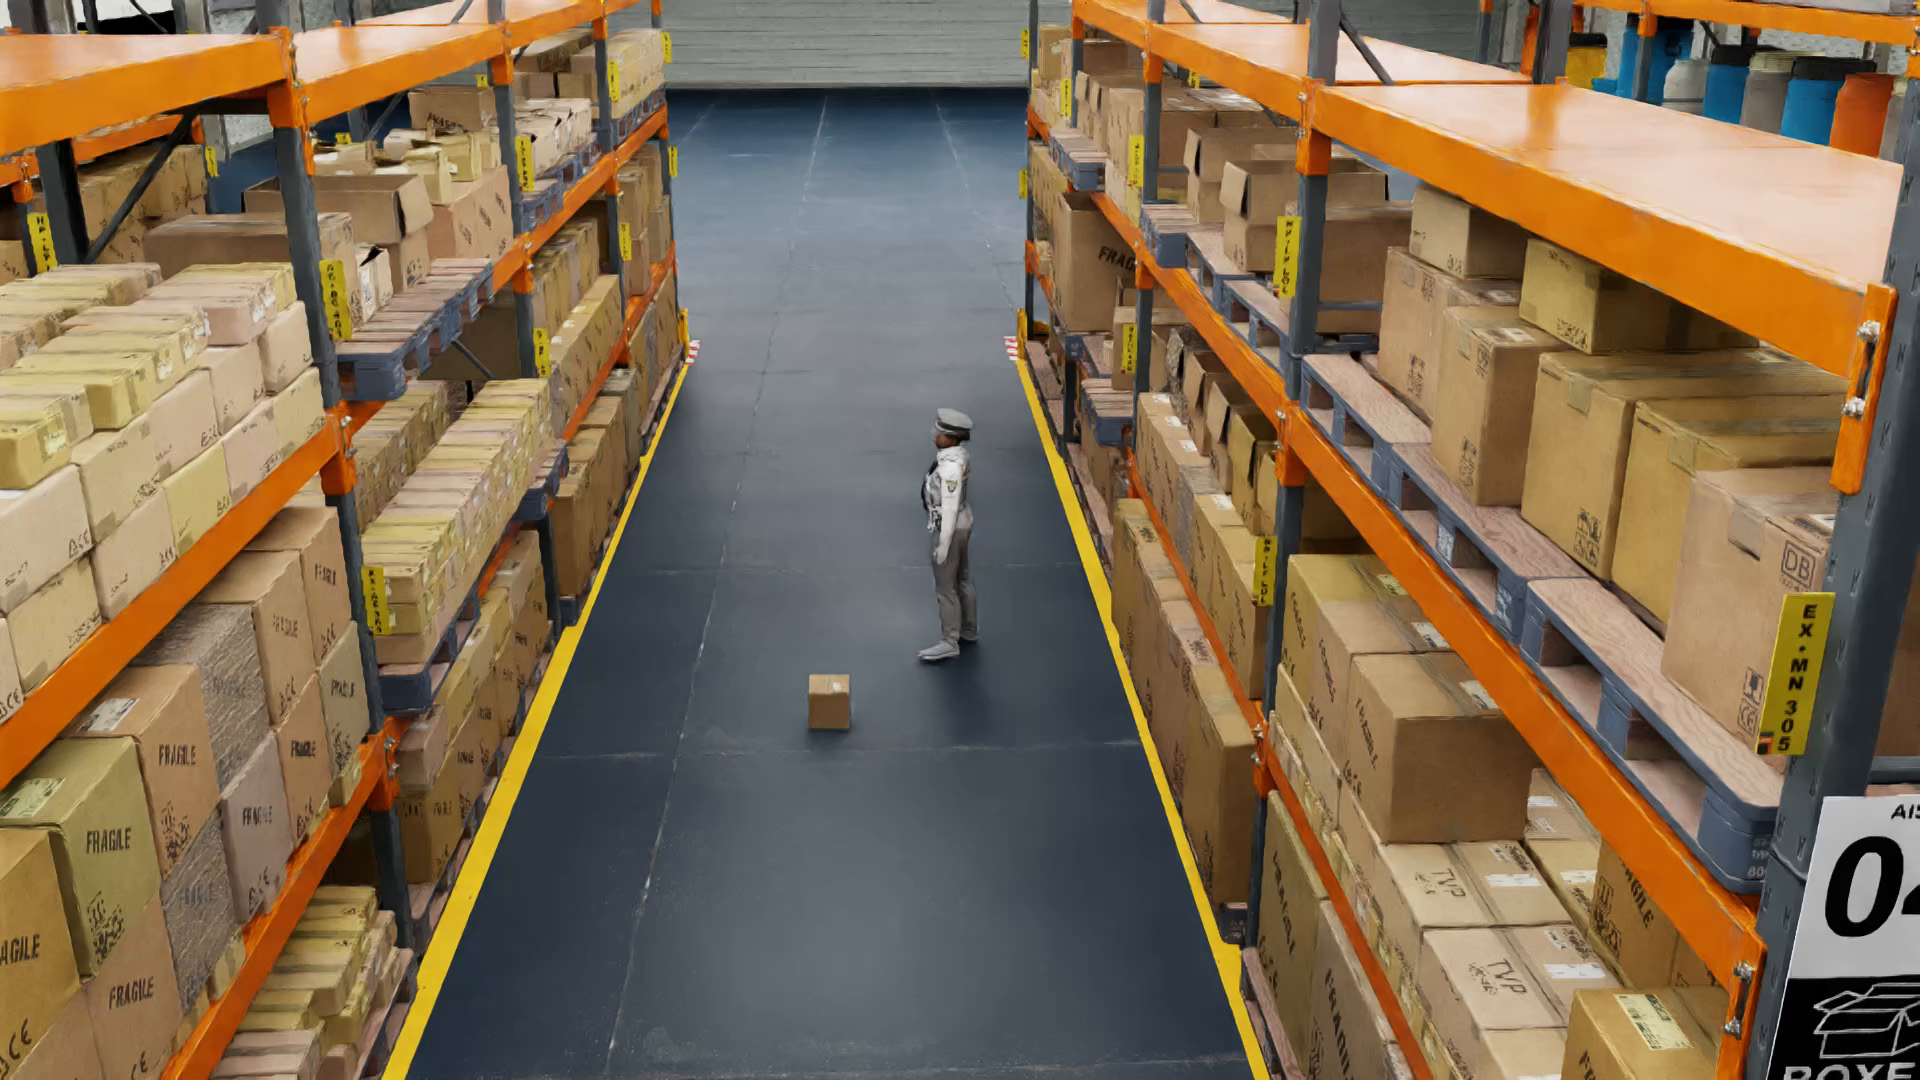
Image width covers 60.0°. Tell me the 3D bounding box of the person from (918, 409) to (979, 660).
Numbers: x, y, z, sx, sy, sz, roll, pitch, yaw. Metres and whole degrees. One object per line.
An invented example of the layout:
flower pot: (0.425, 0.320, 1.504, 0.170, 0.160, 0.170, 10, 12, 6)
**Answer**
person: (-0.067, -0.055, 11.135, 0.357, 1.689, 0.608, 4, 21, 10)
